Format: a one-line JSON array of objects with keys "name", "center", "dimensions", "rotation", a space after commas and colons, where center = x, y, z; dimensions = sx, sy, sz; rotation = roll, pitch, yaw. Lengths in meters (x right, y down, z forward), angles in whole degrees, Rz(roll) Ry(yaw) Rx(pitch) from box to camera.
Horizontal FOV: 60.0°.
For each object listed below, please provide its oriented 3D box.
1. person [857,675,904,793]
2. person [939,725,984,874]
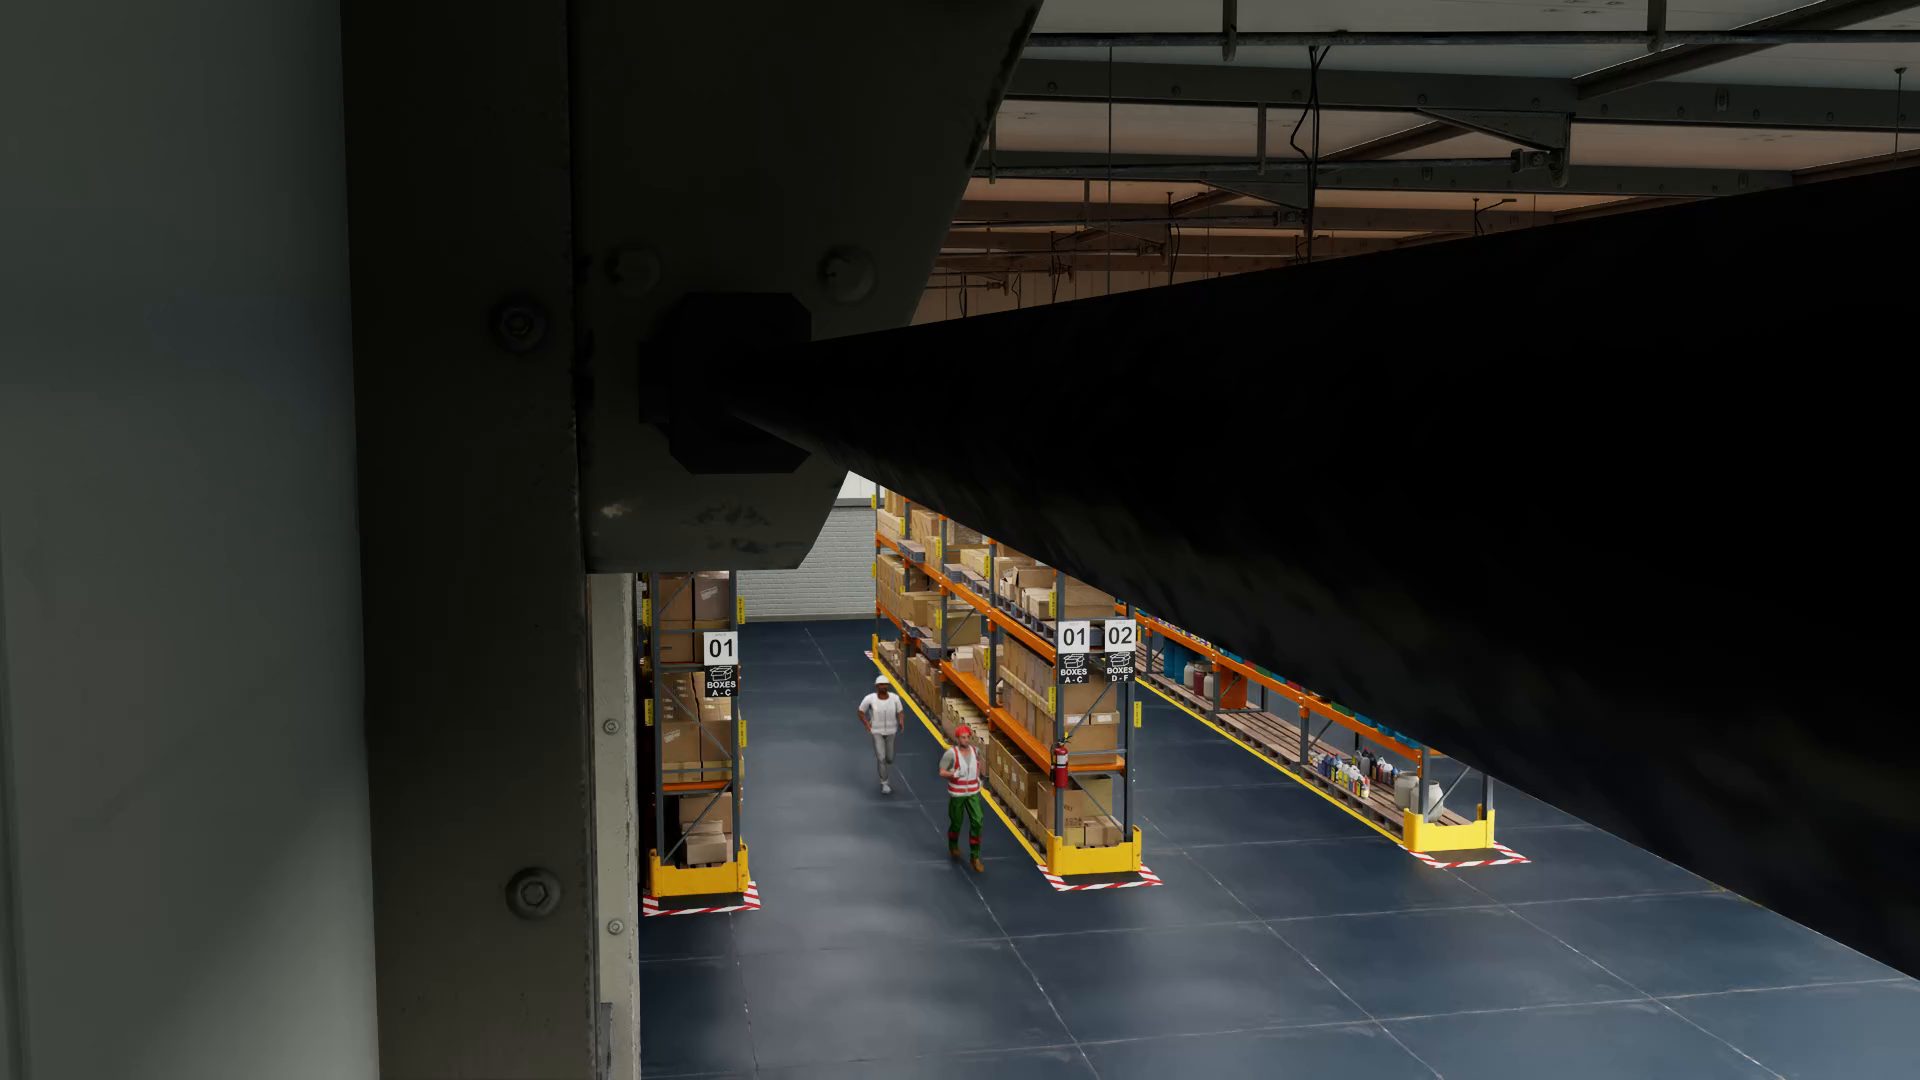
[{"name": "person", "center": [-1.183, 2.903, 25.131], "dimensions": [0.701, 1.738, 0.750], "rotation": [-2, 6, -16]}, {"name": "person", "center": [0.041, 3.257, 21.173], "dimensions": [0.644, 1.818, 0.804], "rotation": [-2, 6, -16]}]
